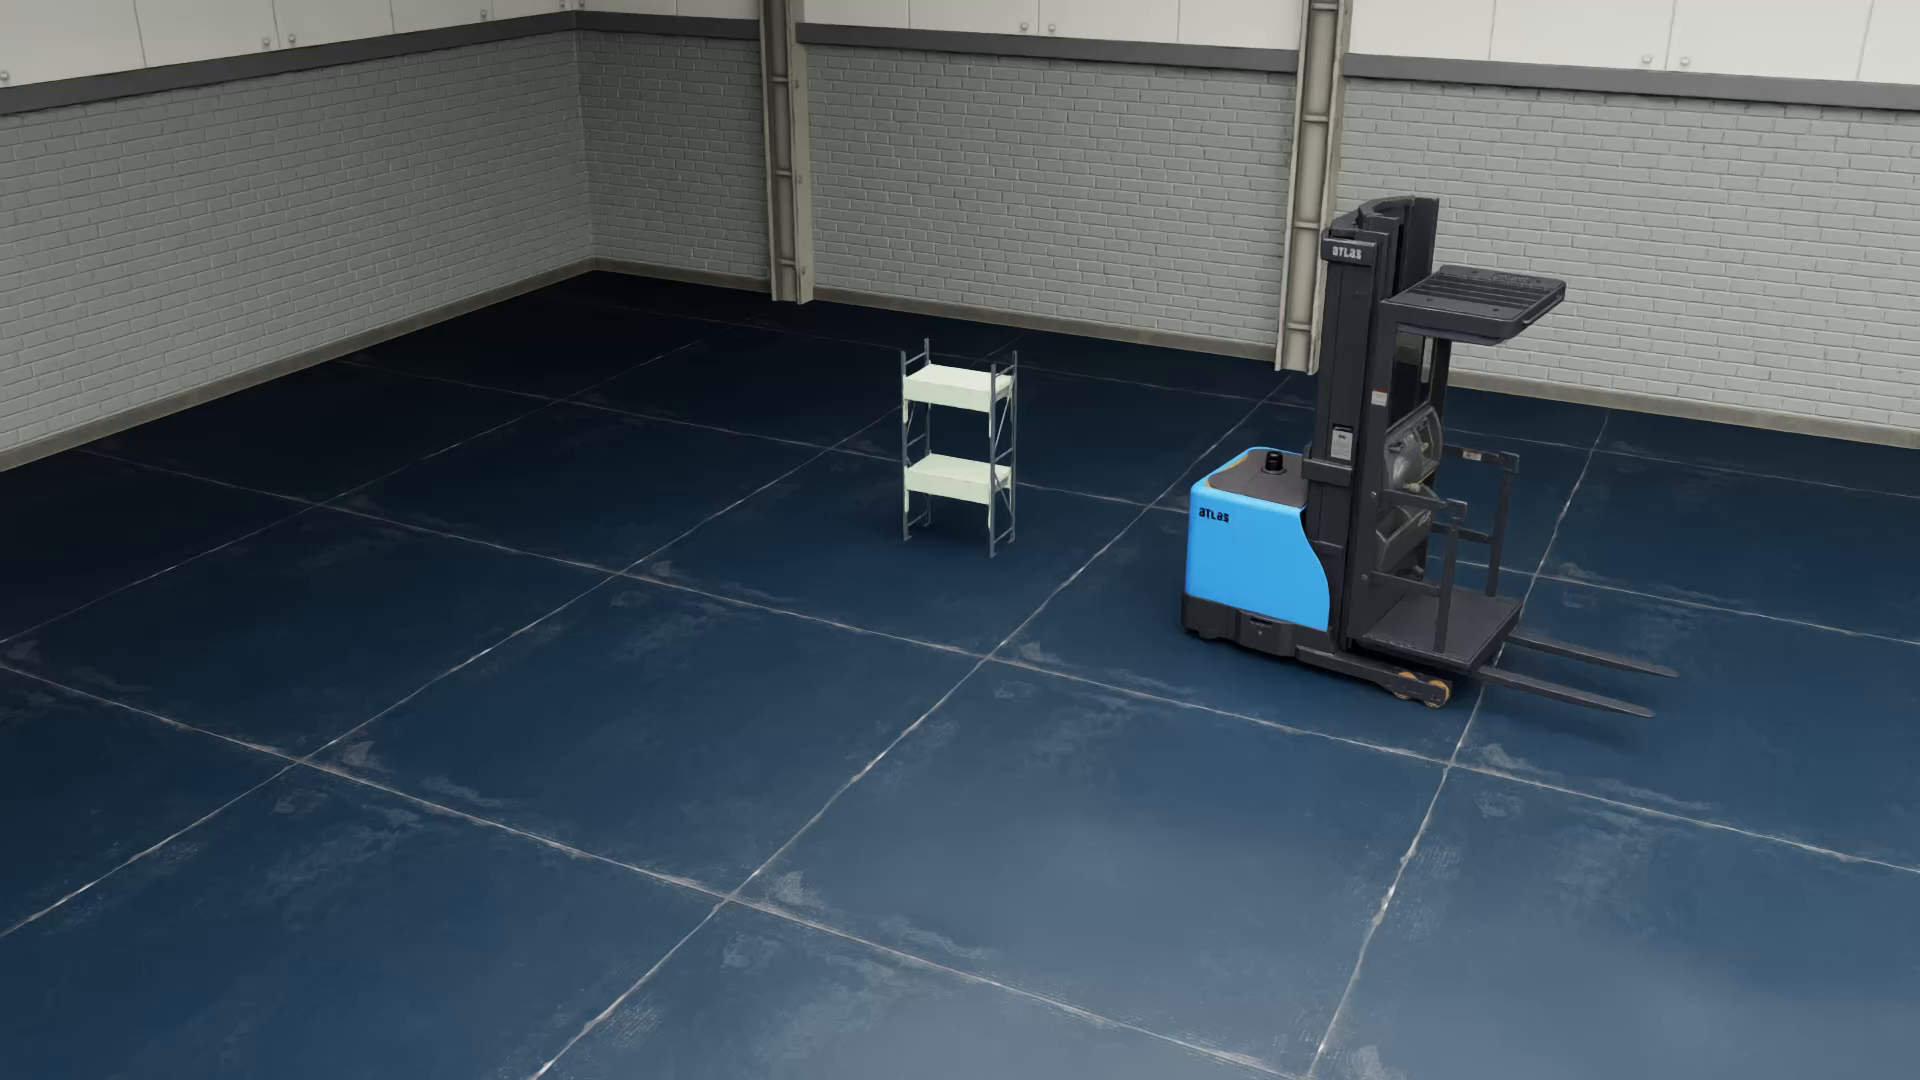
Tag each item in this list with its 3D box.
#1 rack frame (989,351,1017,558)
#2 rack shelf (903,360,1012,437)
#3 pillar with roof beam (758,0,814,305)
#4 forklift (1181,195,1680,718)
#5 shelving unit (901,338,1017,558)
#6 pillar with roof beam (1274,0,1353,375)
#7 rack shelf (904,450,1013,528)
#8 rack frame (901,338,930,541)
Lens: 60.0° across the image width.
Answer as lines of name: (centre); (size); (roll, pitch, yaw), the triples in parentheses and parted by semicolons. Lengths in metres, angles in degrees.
rack frame: (0.321, -0.627, 12.307); (0.023, 1.500, 0.400); (11, 25, 25)
rack shelf: (-0.006, -1.050, 12.307); (0.720, 0.370, 0.431); (11, 25, 25)
pillar with roof beam: (-3.880, -5.430, 14.019); (0.400, 9.000, 9.100); (11, 25, 25)
forklift: (2.998, -0.547, 10.292); (3.031, 2.935, 1.130); (15, 27, 31)
shelving unit: (-0.006, -0.691, 12.459); (0.755, 1.500, 0.431); (11, 25, 25)
pillar with roof beam: (1.474, -4.370, 11.528); (0.400, 9.000, 9.100); (11, 25, 25)
rack shelf: (-0.006, -0.391, 12.587); (0.720, 0.370, 0.431); (11, 25, 25)
rack frame: (-0.333, -0.756, 12.611); (0.023, 1.500, 0.400); (11, 25, 25)
